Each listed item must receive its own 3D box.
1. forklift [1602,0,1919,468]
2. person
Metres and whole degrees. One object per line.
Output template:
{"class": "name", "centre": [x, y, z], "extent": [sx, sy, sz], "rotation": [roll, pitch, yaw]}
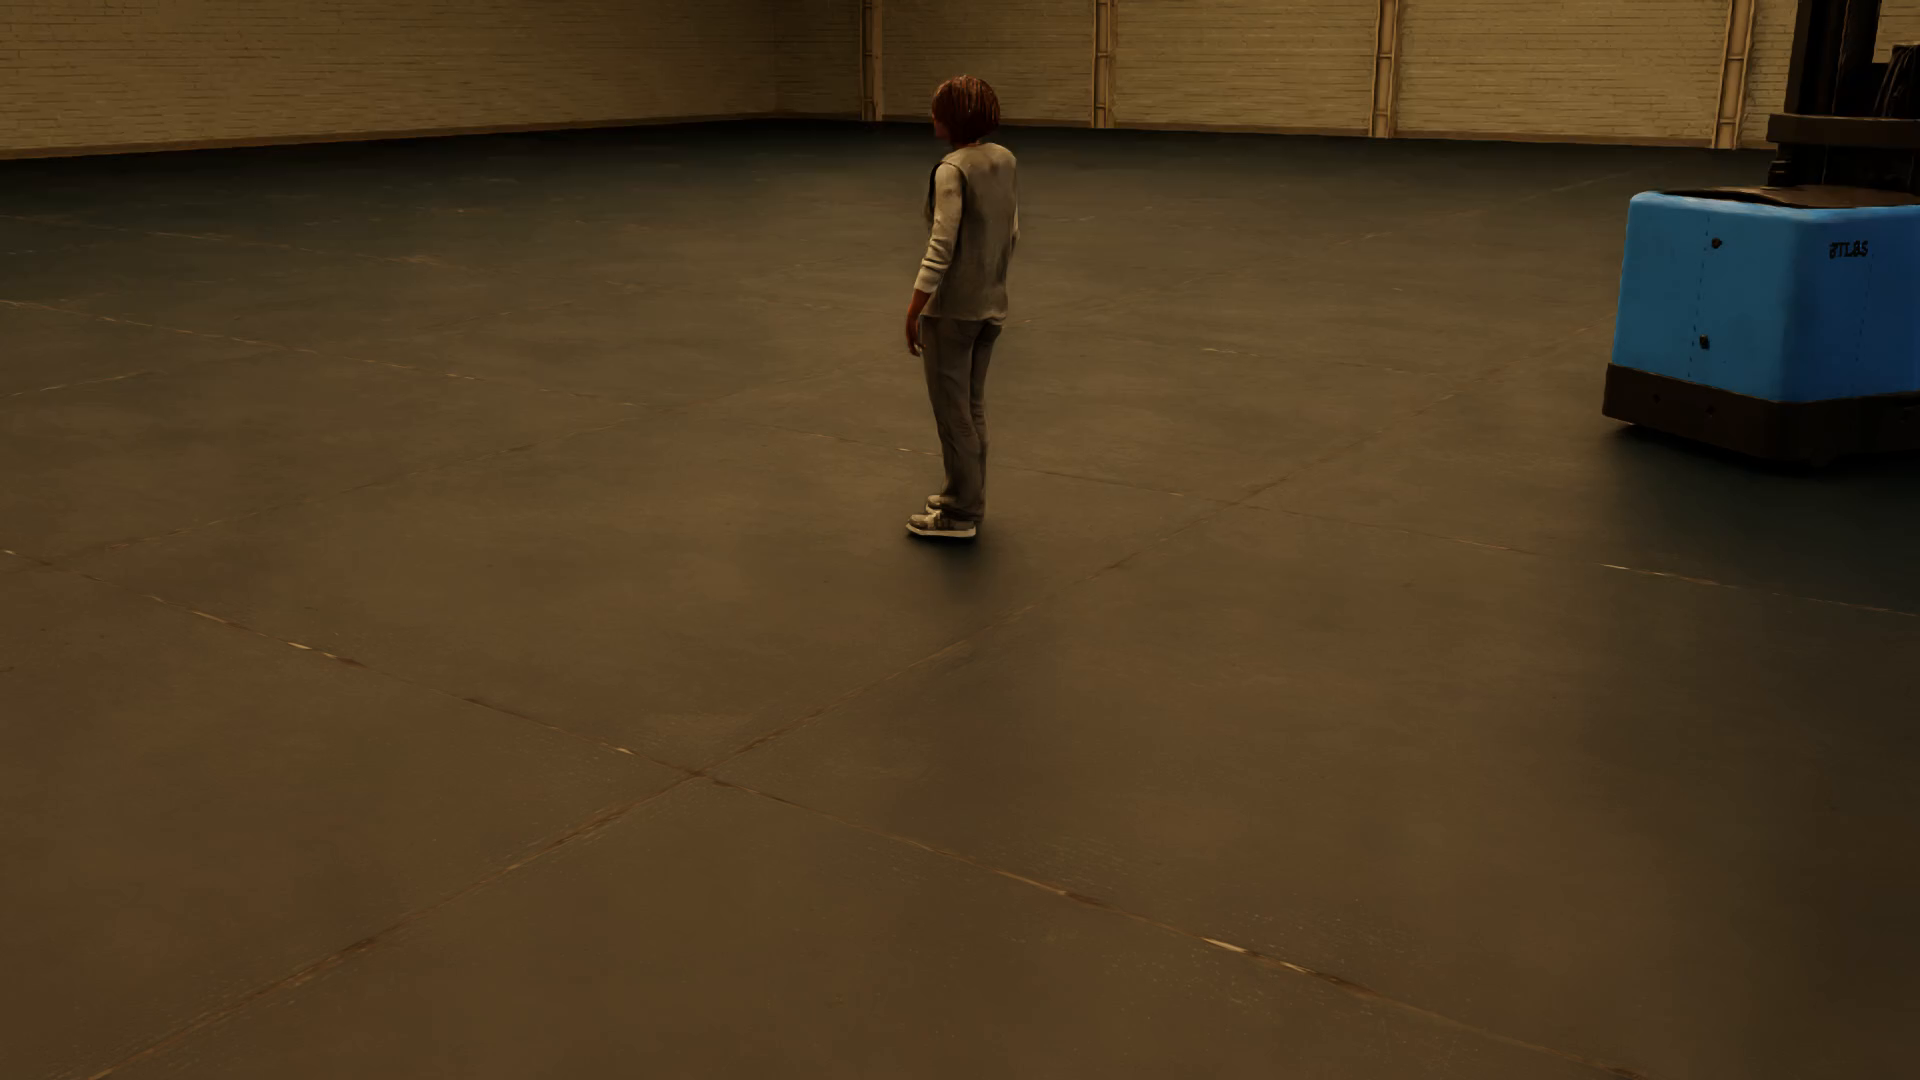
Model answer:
{"class": "forklift", "centre": [4.512, -1.953, 7.364], "extent": [3.031, 2.935, 1.130], "rotation": [-7, 18, -22]}
{"class": "person", "centre": [-0.052, -0.788, 5.769], "extent": [0.475, 1.597, 0.520], "rotation": [11, 20, 33]}
